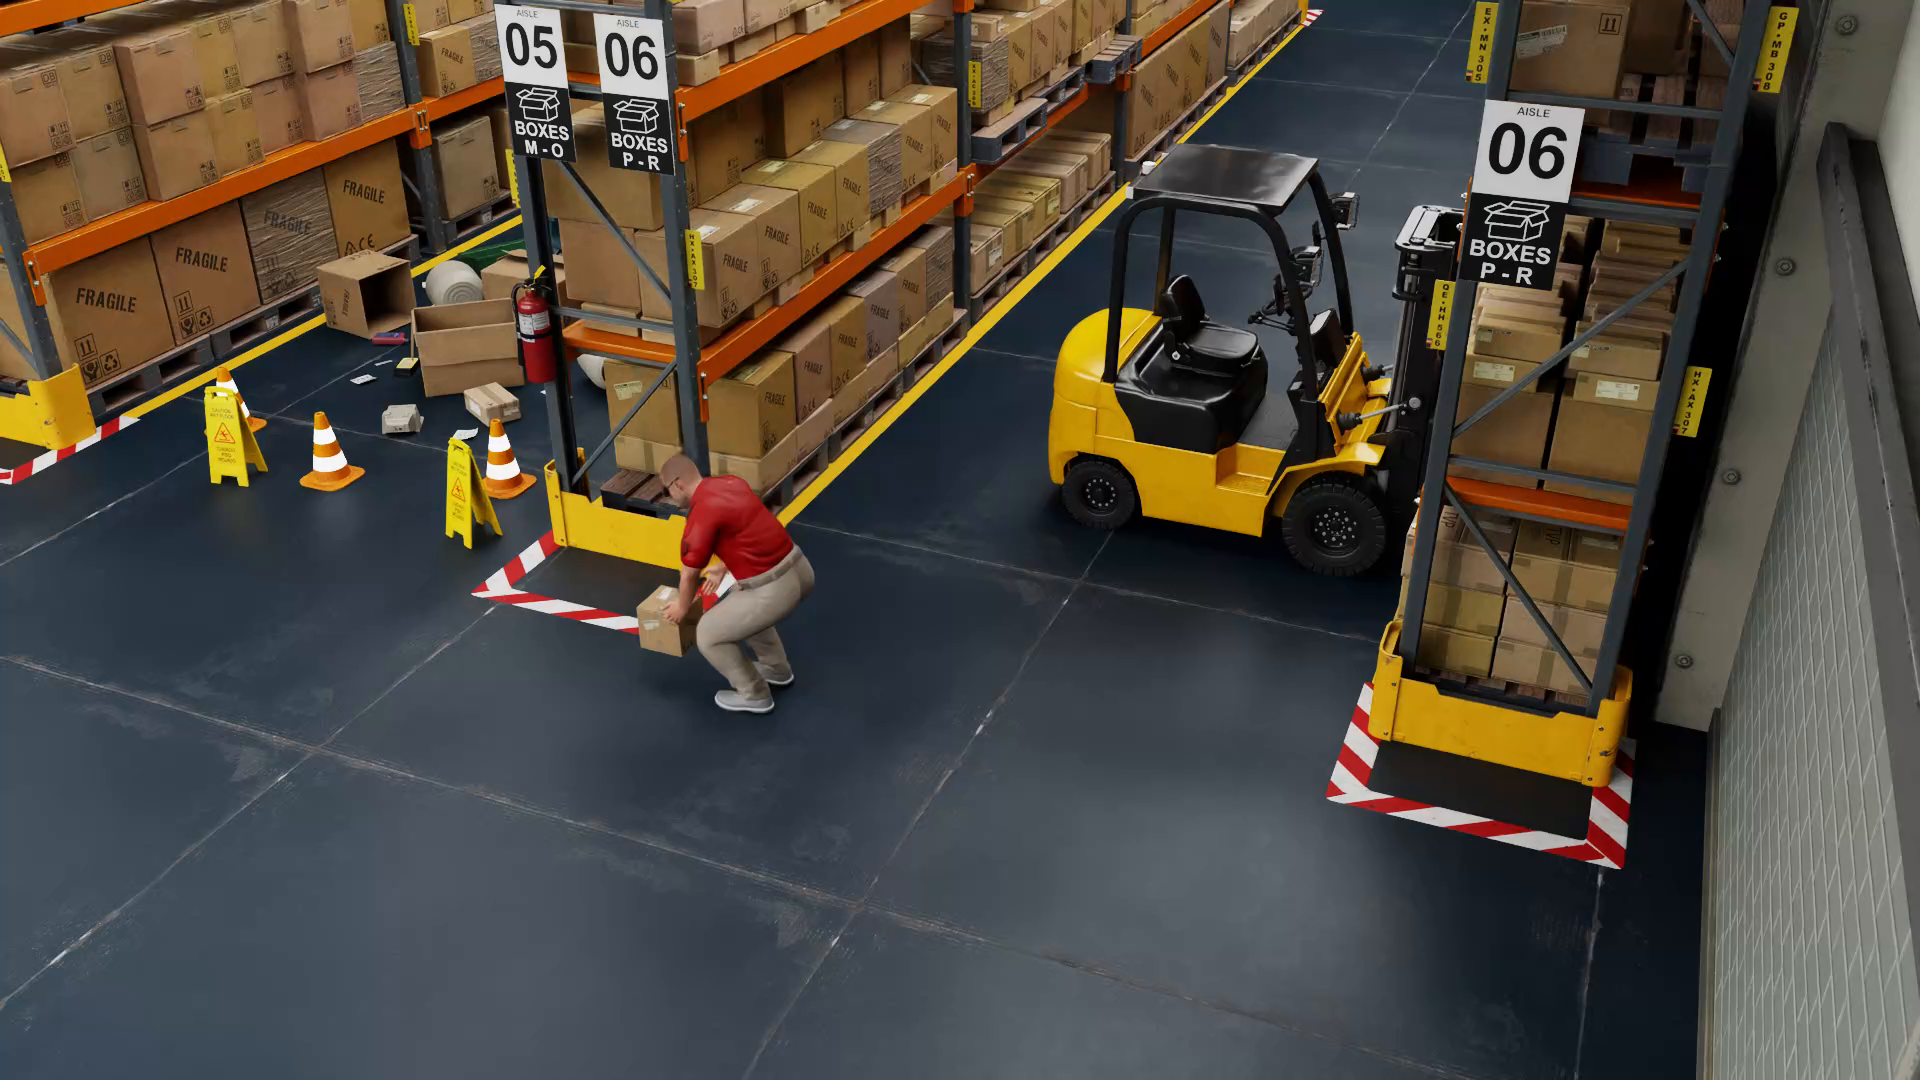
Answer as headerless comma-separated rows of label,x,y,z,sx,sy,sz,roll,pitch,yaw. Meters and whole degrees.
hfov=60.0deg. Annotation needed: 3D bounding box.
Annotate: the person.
person,-1.129,0.225,8.409,0.738,1.352,0.590,11,31,19
